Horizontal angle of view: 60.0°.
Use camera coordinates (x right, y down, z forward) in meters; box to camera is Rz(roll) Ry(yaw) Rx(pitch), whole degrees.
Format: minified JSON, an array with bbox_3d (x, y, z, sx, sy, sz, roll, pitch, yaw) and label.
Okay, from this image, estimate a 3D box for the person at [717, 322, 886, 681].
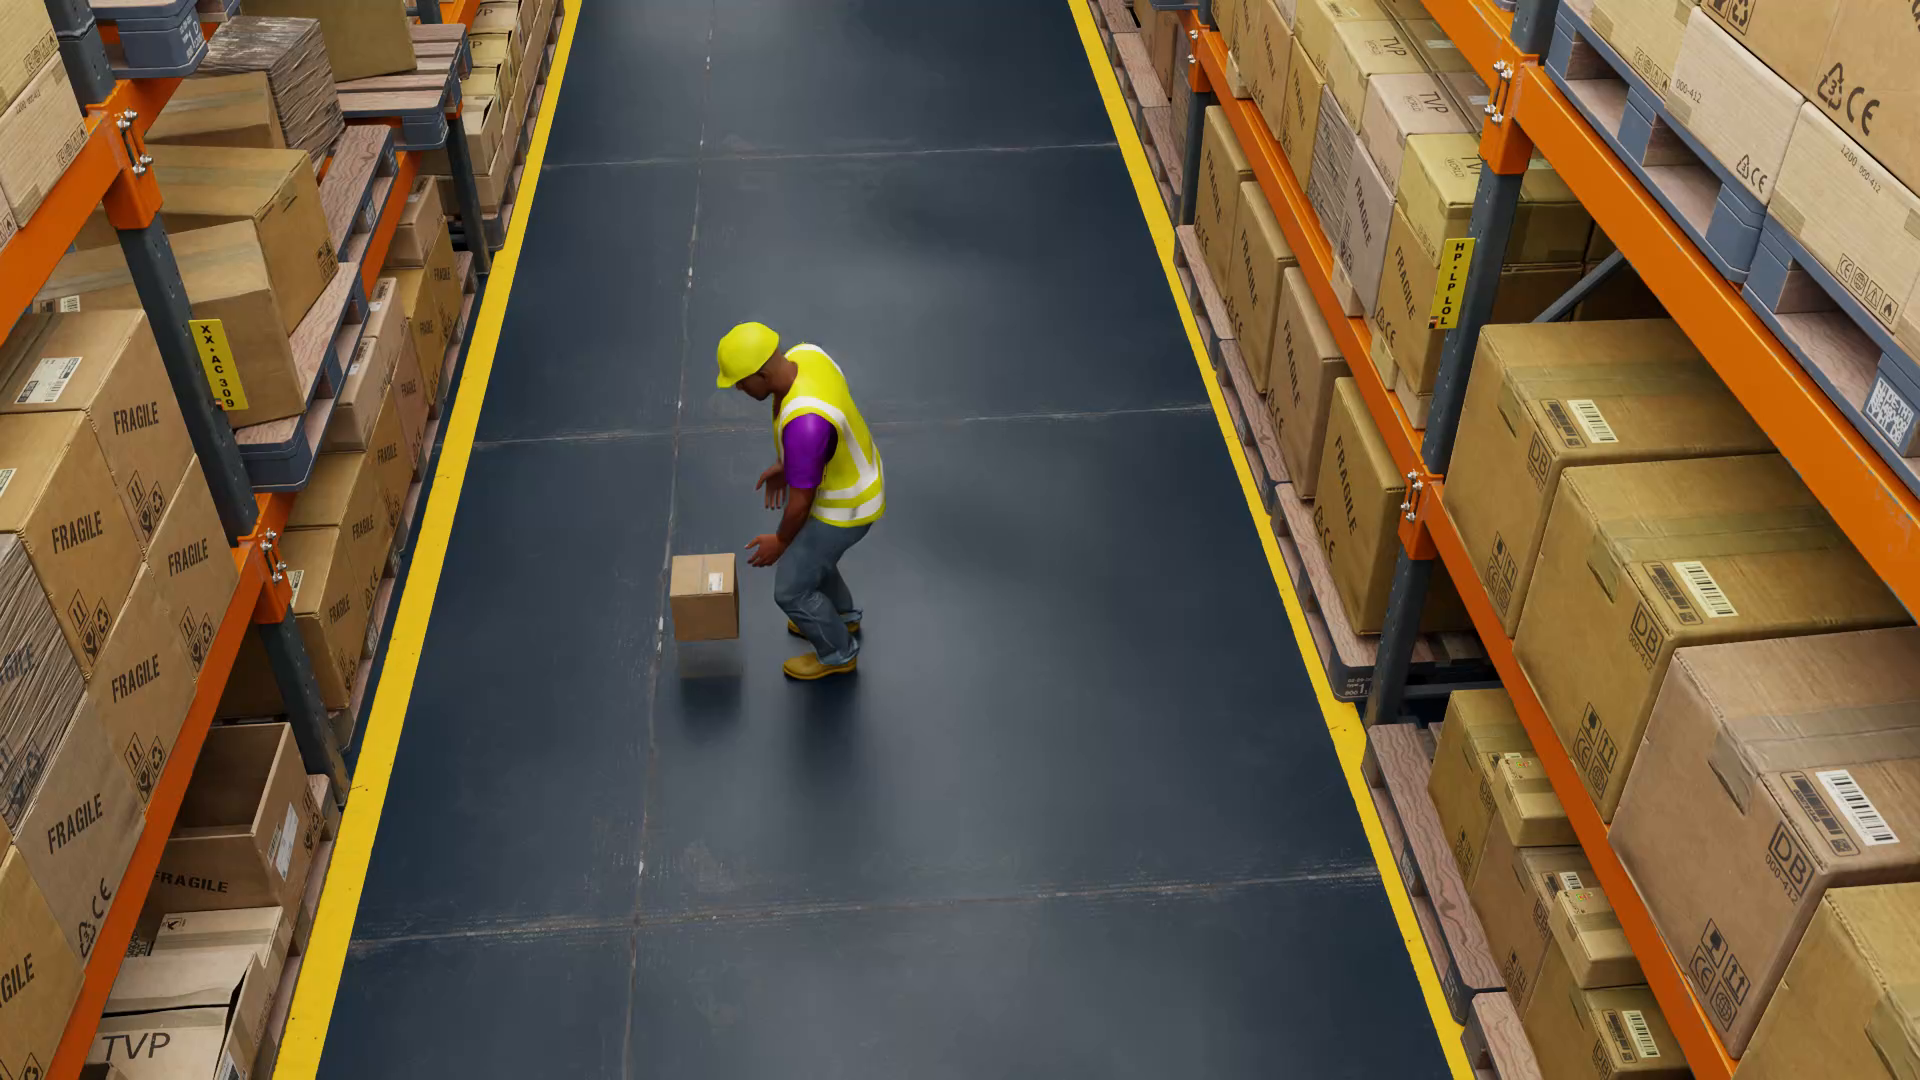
[{"bbox_3d":[-0.587,-0.148,6.443,0.599,1.613,0.616,-3,39,-3],"label":"person"}]
